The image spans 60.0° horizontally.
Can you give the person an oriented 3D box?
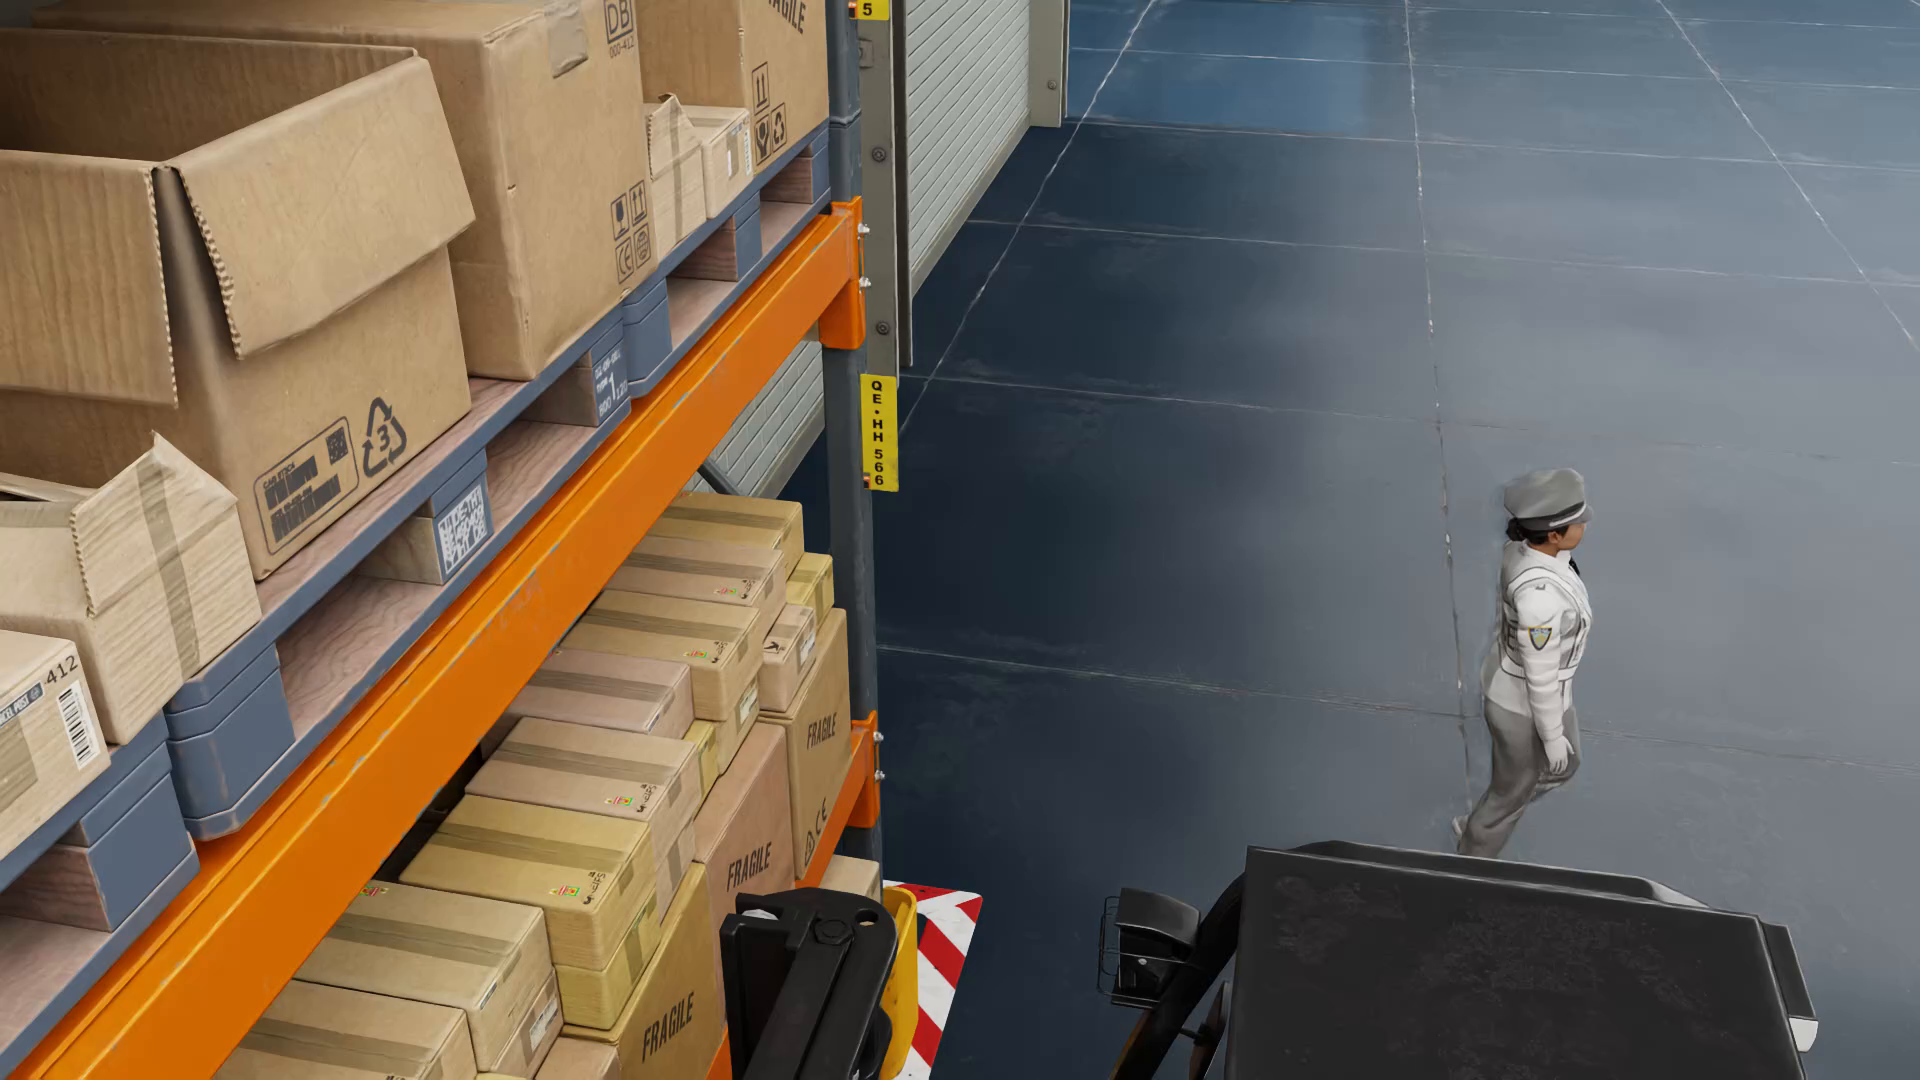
[{"bbox_3d":[1.933,0.540,5.584,0.433,1.697,0.484,7,30,12],"label":"person"}]
